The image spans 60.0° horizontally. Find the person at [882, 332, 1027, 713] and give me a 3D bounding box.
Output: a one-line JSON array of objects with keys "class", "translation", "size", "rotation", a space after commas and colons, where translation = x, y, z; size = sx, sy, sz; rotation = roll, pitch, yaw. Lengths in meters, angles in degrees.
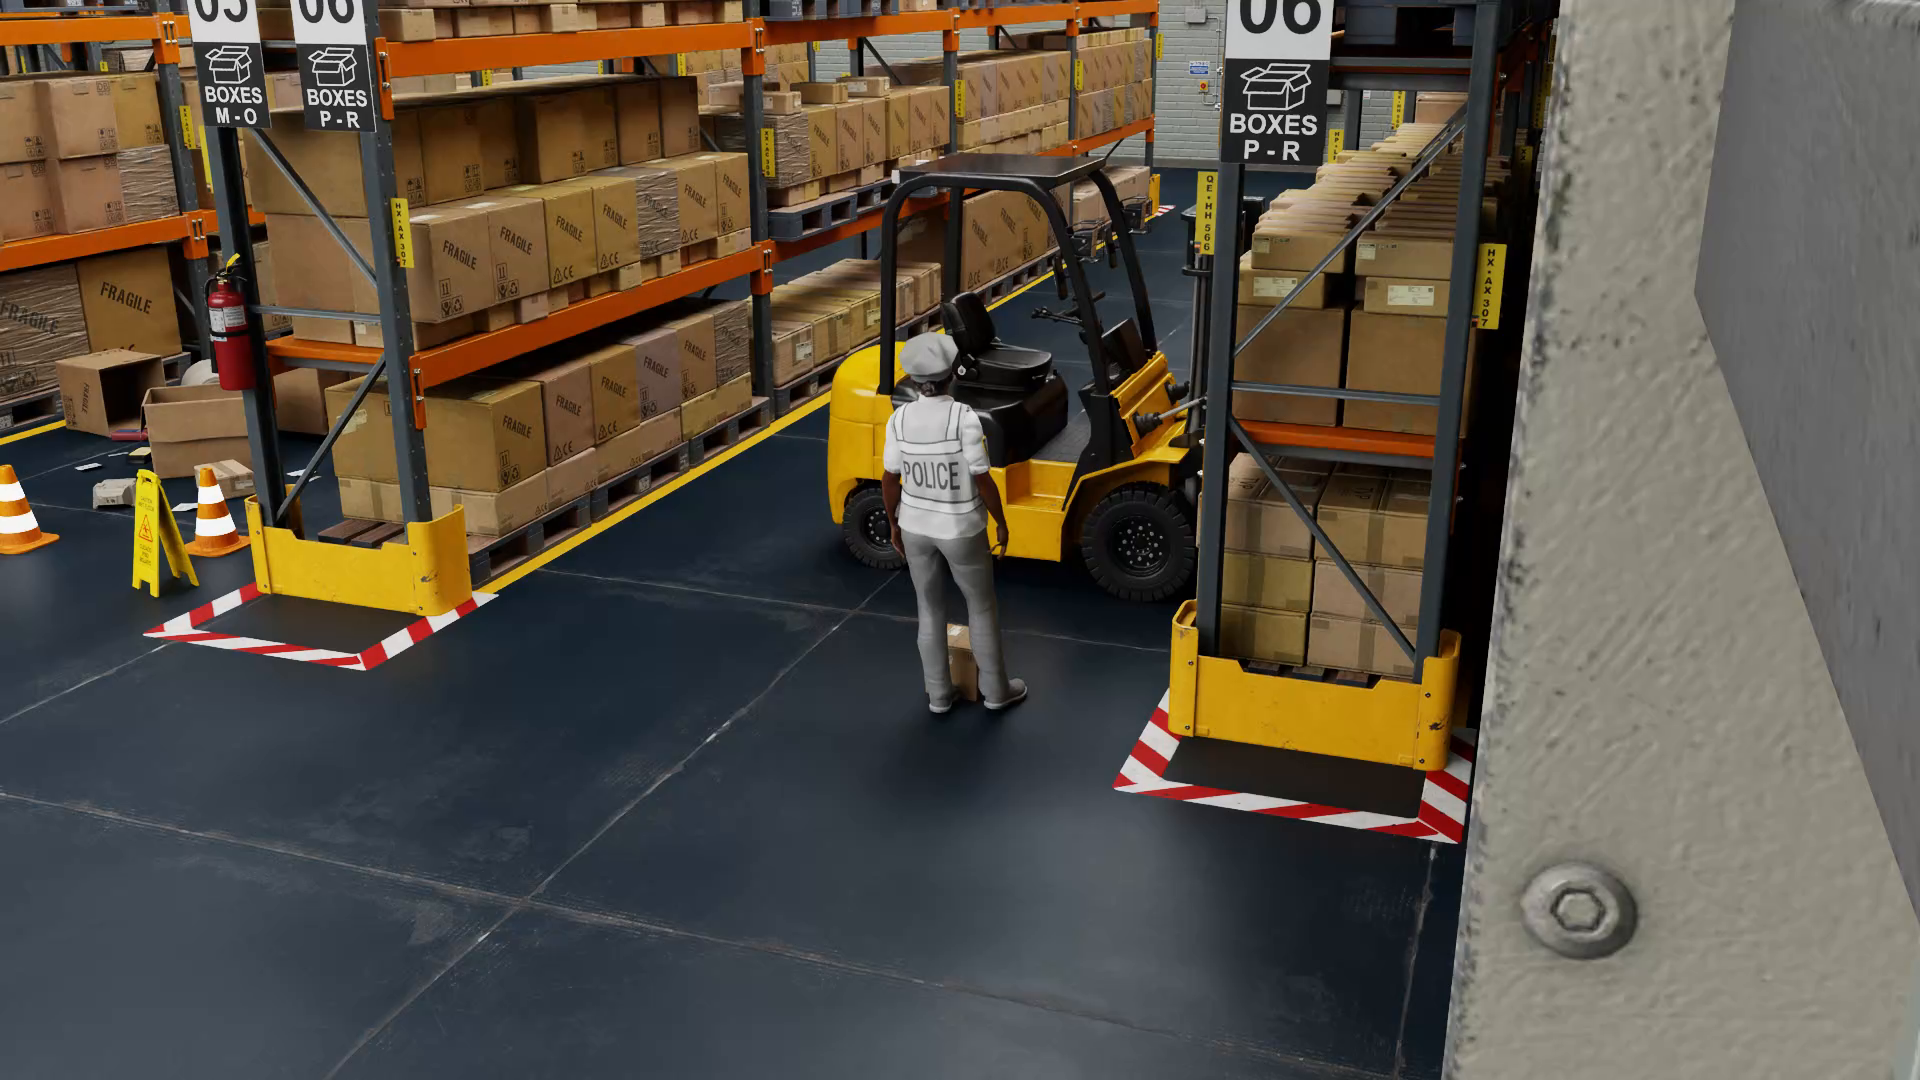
[{"class": "person", "translation": [-0.031, -0.066, 7.180], "size": [0.570, 1.693, 0.529], "rotation": [6, 20, 18]}]
